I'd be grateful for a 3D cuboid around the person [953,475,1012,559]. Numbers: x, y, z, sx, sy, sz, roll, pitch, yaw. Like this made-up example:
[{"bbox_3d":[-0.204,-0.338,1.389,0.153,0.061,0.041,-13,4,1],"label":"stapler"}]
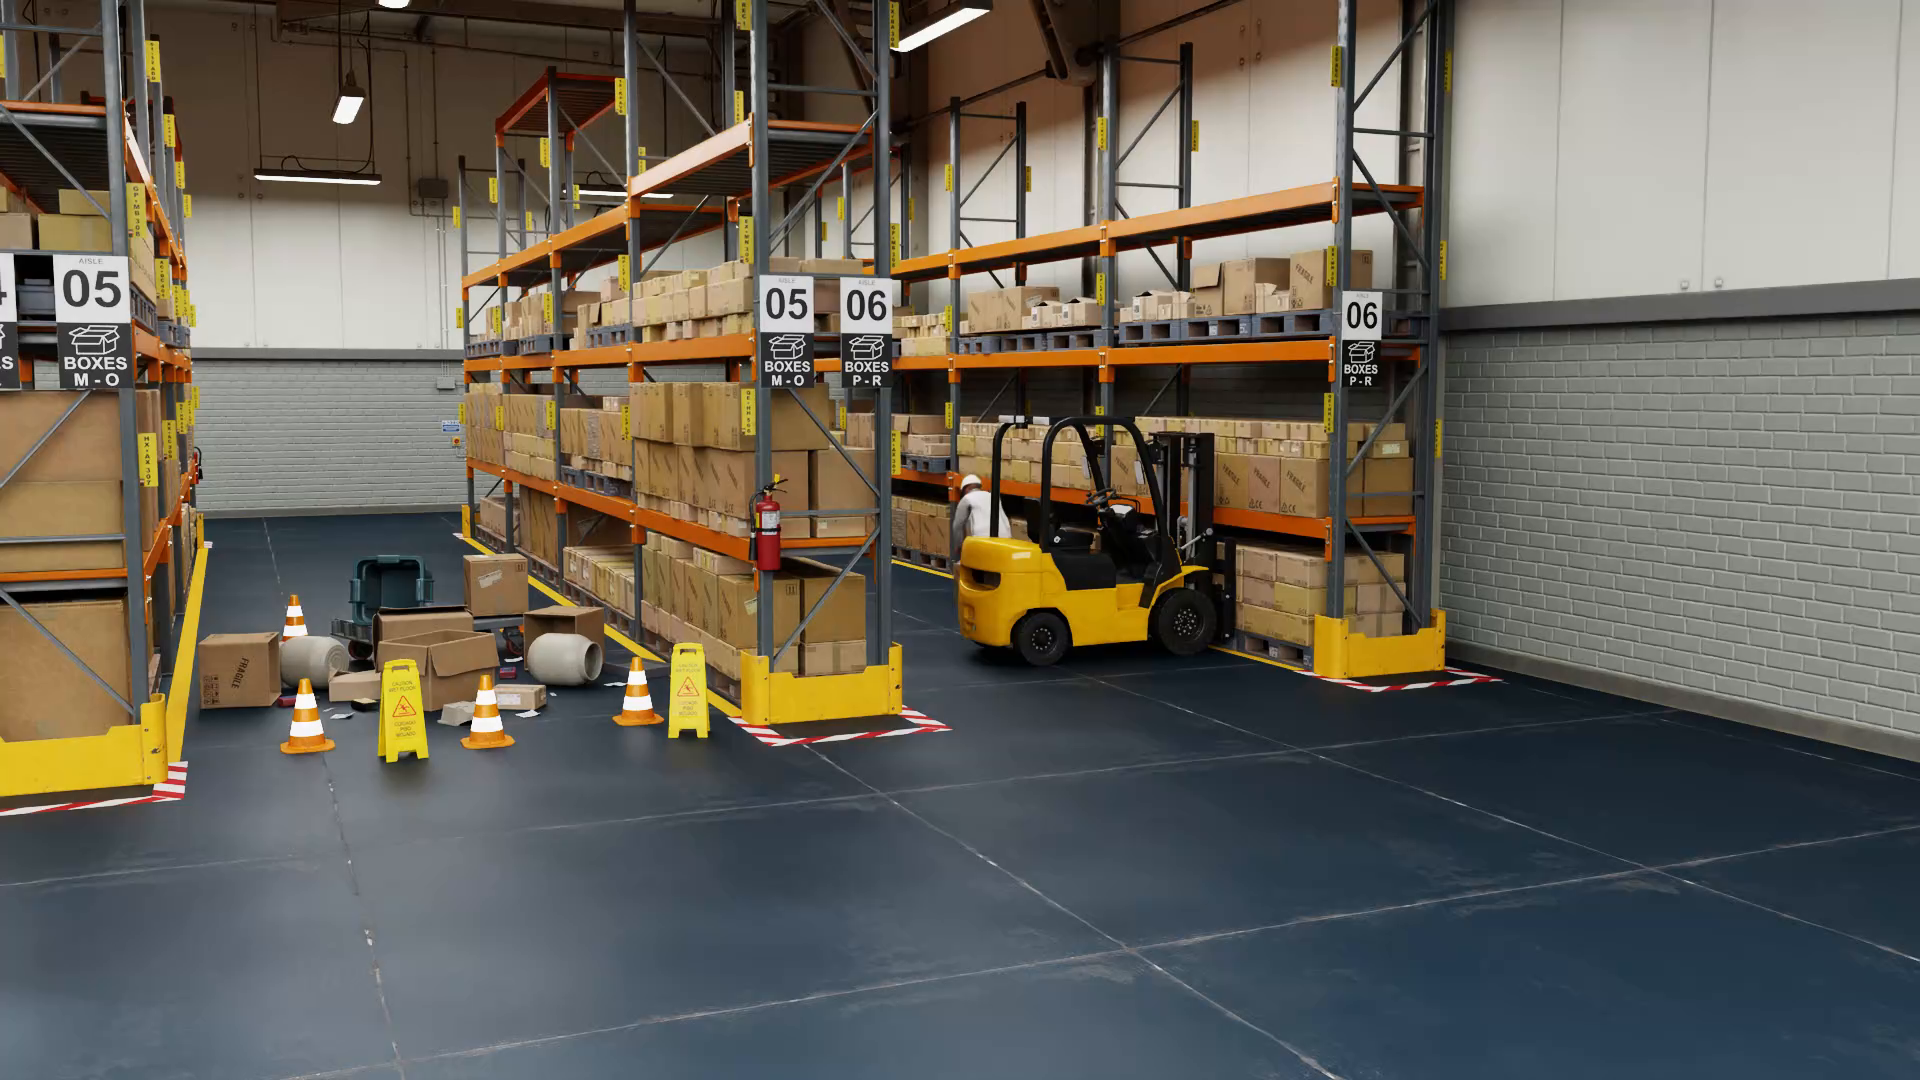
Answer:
[{"bbox_3d":[0.229,0.030,18.054,0.592,1.450,0.752,-2,6,-24],"label":"person"}]
